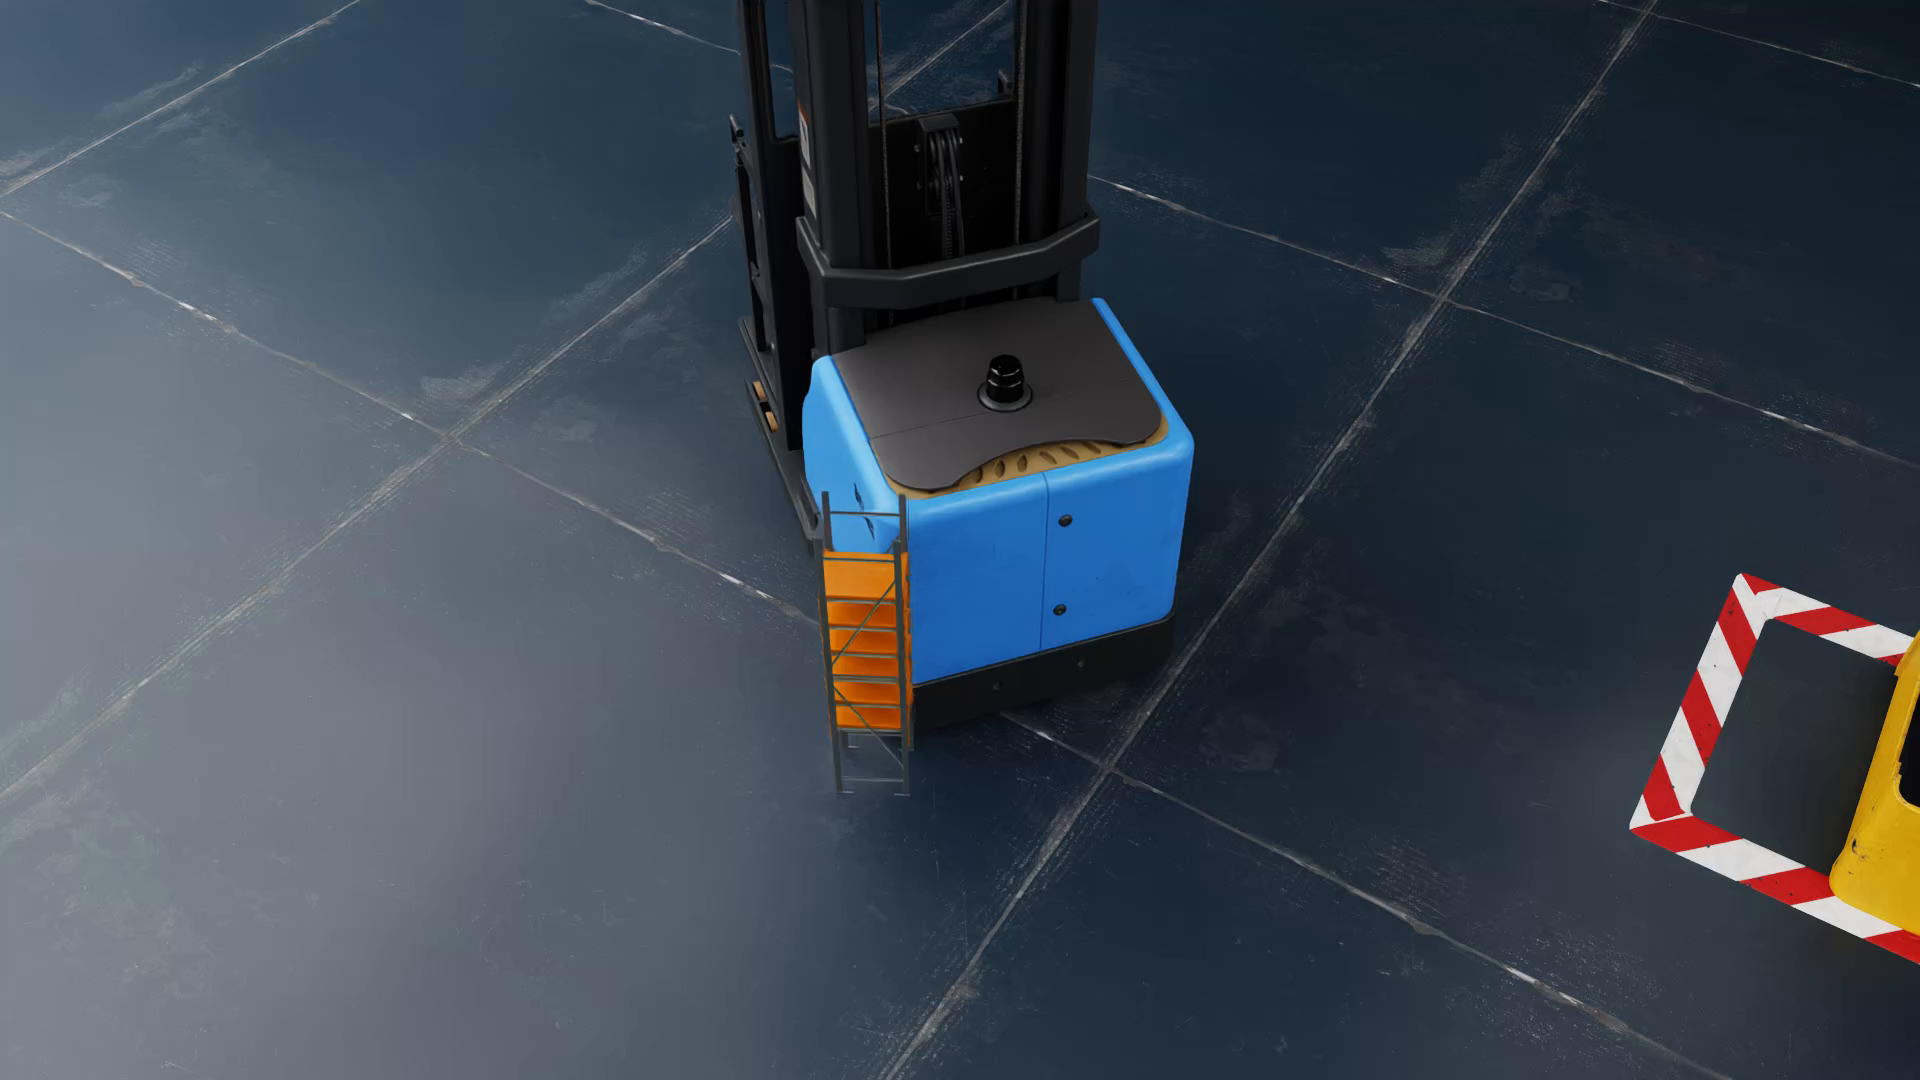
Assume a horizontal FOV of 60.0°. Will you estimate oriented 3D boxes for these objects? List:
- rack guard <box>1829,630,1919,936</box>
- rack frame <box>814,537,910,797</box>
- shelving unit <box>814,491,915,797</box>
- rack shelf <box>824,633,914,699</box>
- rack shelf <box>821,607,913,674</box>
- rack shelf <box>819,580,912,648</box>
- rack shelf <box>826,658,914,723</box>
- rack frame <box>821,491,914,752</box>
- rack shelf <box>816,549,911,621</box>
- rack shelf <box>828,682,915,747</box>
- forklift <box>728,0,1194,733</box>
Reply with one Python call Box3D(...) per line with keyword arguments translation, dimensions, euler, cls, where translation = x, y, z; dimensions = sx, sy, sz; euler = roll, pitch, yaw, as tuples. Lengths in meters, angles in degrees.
Box3D(translation=(3.154, 0.641, 5.279), dimensions=(0.348, 0.500, 1.175), euler=(25, 51, 22), cls="rack guard")
Box3D(translation=(-0.283, 0.415, 5.010), dimensions=(0.240, 1.200, 0.006), euler=(2, 46, 2), cls="rack frame")
Box3D(translation=(-0.278, 0.350, 5.073), dimensions=(0.258, 1.200, 0.189), euler=(2, 46, 2), cls="shelving unit")
Box3D(translation=(-0.278, 0.381, 5.105), dimensions=(0.258, 0.103, 0.180), euler=(2, 46, 2), cls="rack shelf")
Box3D(translation=(-0.278, 0.297, 5.019), dimensions=(0.258, 0.103, 0.180), euler=(2, 46, 2), cls="rack shelf")
Box3D(translation=(-0.278, 0.214, 4.932), dimensions=(0.258, 0.103, 0.180), euler=(2, 46, 2), cls="rack shelf")
Box3D(translation=(-0.278, 0.464, 5.191), dimensions=(0.258, 0.103, 0.180), euler=(2, 46, 2), cls="rack shelf")
Box3D(translation=(-0.273, 0.284, 5.137), dimensions=(0.240, 1.200, 0.006), euler=(2, 46, 2), cls="rack frame")
Box3D(translation=(-0.278, 0.130, 4.846), dimensions=(0.258, 0.103, 0.180), euler=(2, 46, 2), cls="rack shelf")
Box3D(translation=(-0.278, 0.547, 5.278), dimensions=(0.258, 0.103, 0.180), euler=(2, 46, 2), cls="rack shelf")
Box3D(translation=(-0.222, -1.458, 5.623), dimensions=(1.130, 2.935, 3.031), euler=(-14, 47, -13), cls="forklift")
